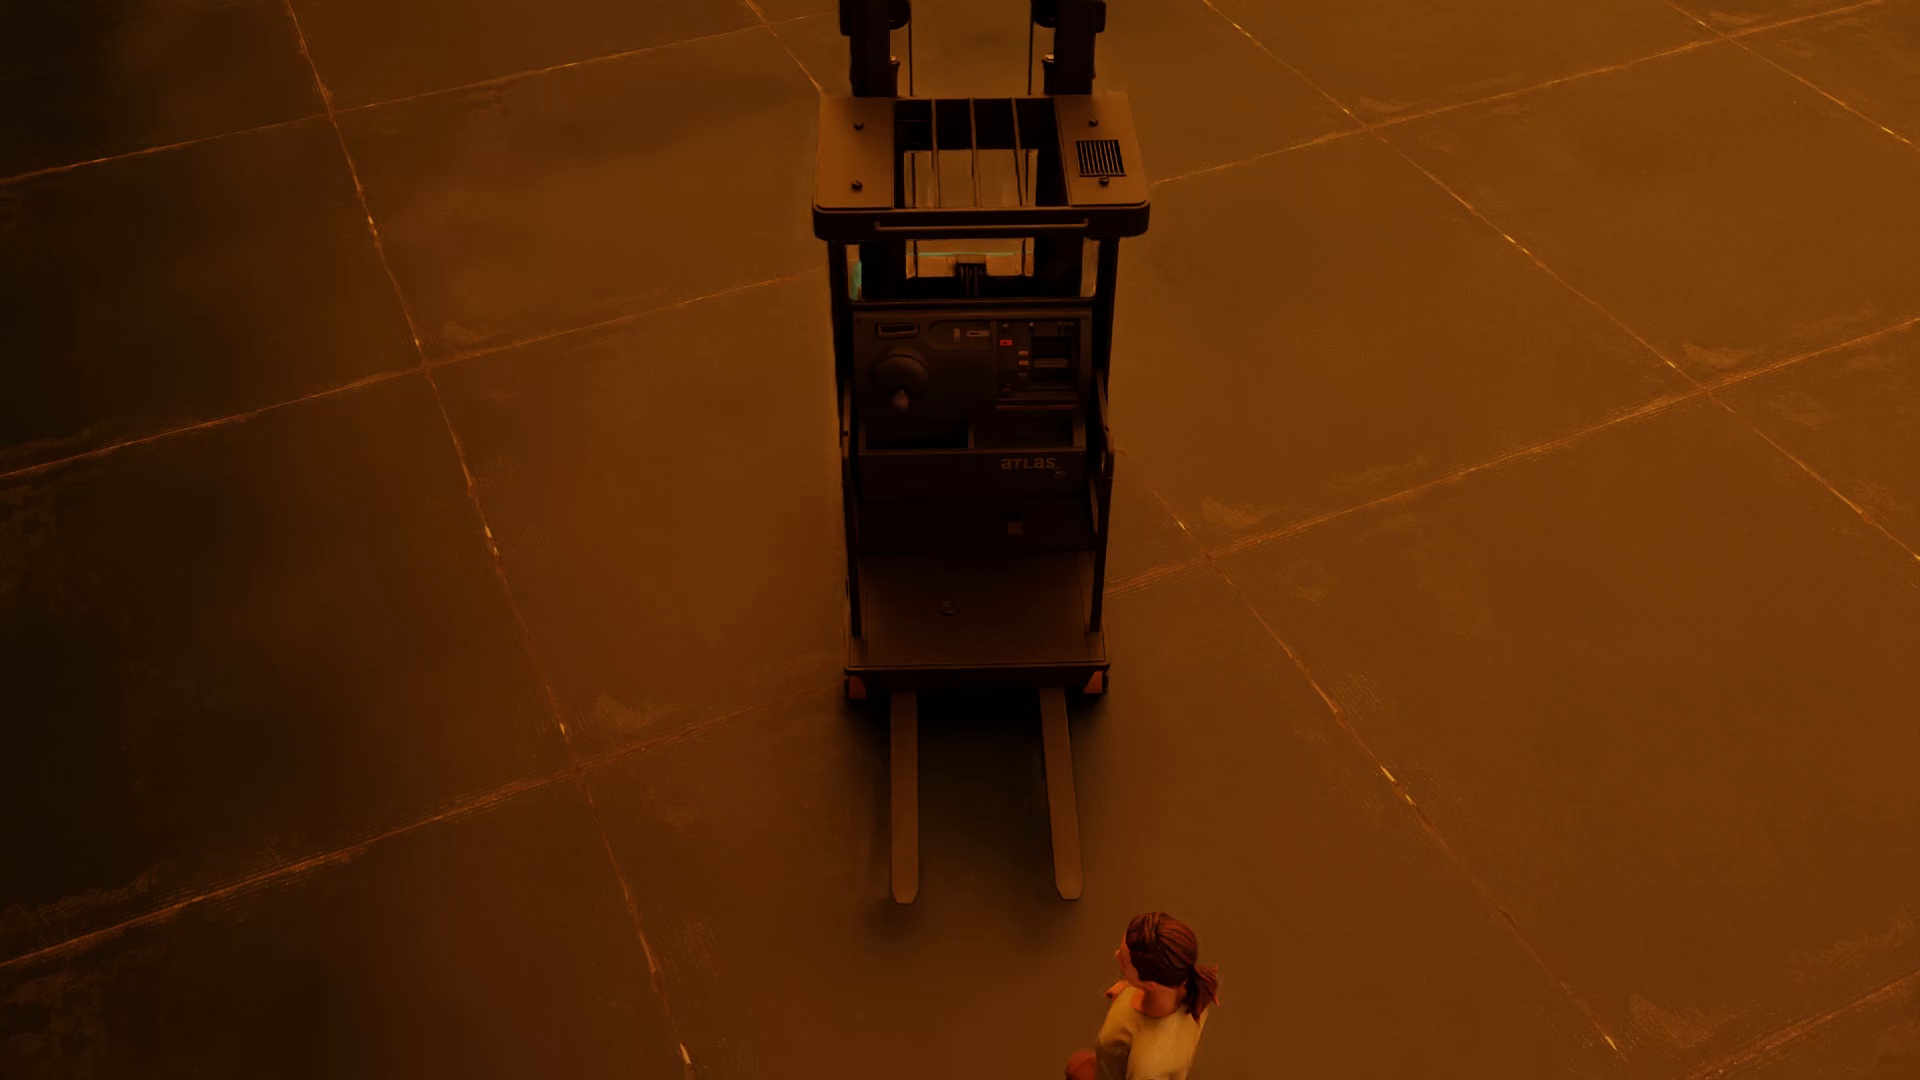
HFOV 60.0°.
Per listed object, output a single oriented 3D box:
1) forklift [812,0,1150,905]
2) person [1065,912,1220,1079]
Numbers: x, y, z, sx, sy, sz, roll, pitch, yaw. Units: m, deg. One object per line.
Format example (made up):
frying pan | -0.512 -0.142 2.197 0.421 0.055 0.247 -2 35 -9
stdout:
forklift | 0.057 -0.617 6.341 1.130 2.935 3.031 -1 43 -1
person | 0.460 1.601 4.943 0.524 1.593 0.701 17 46 17
